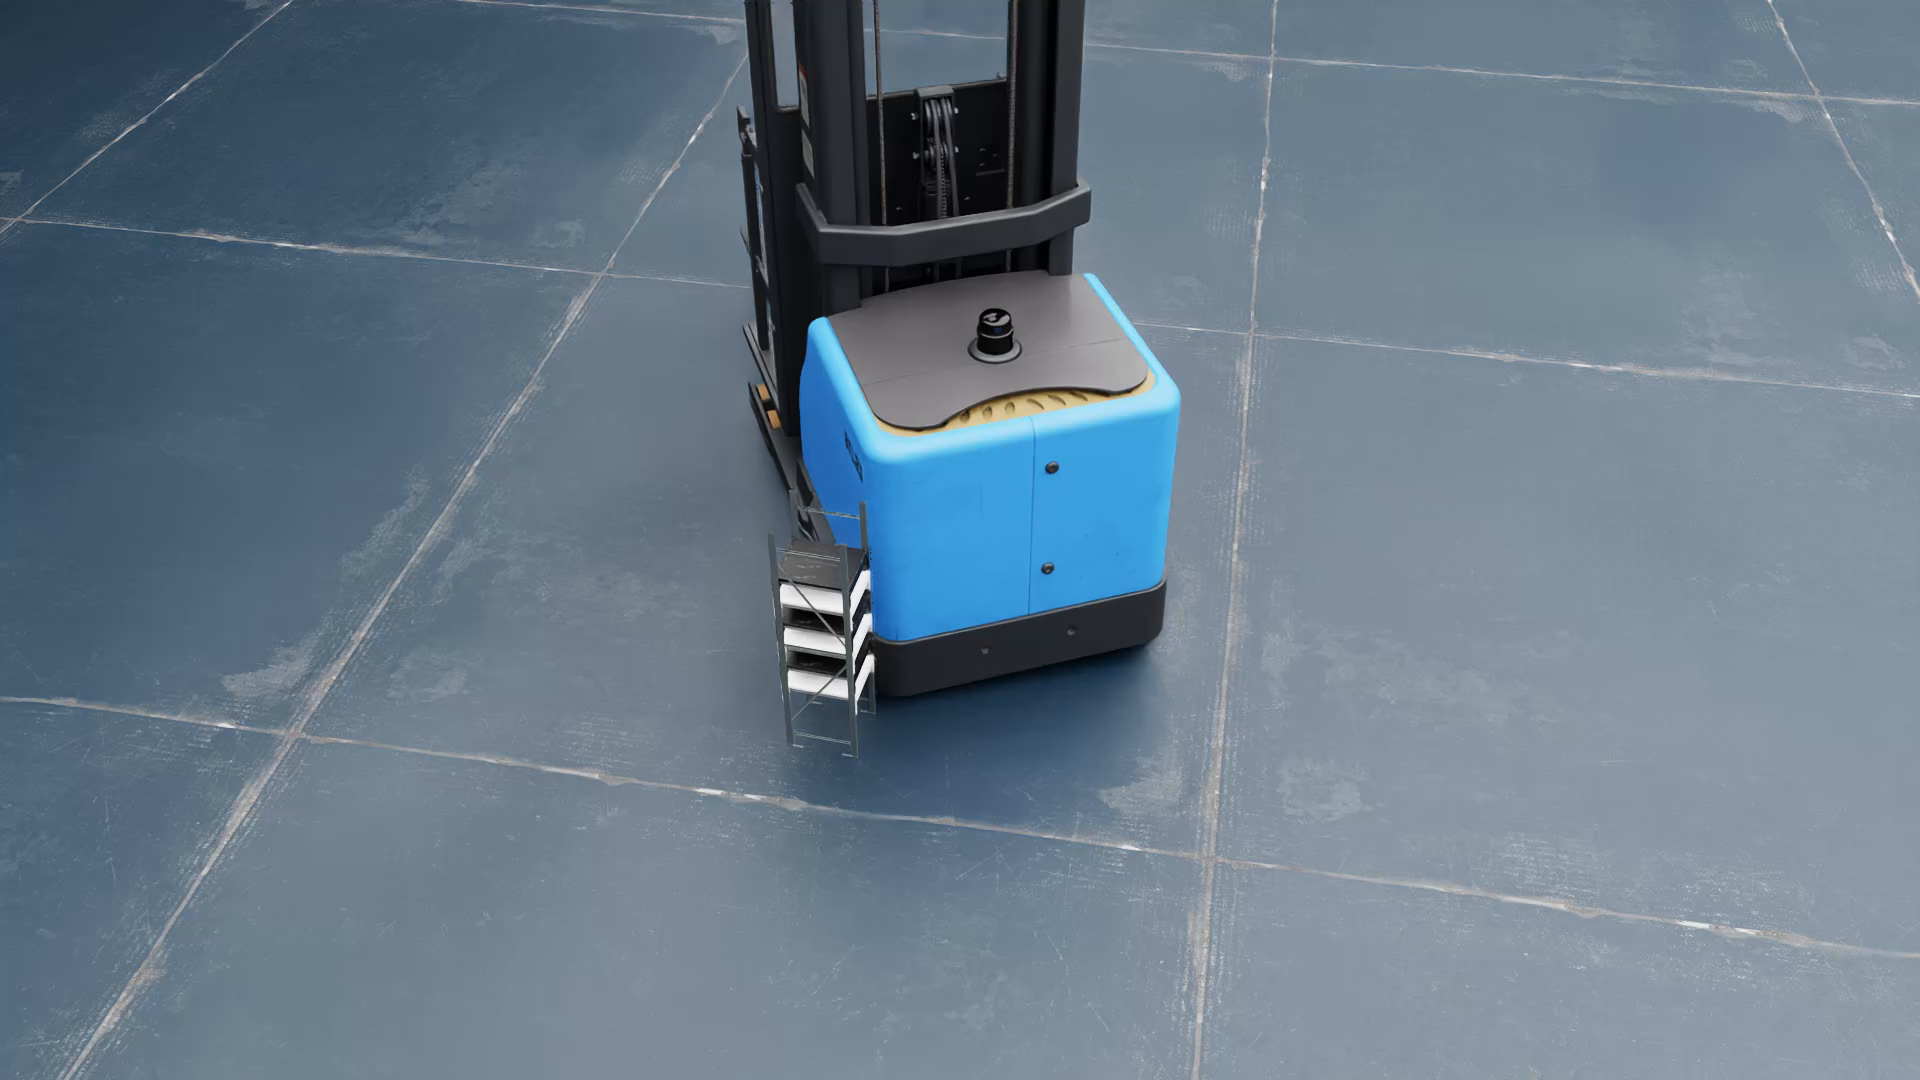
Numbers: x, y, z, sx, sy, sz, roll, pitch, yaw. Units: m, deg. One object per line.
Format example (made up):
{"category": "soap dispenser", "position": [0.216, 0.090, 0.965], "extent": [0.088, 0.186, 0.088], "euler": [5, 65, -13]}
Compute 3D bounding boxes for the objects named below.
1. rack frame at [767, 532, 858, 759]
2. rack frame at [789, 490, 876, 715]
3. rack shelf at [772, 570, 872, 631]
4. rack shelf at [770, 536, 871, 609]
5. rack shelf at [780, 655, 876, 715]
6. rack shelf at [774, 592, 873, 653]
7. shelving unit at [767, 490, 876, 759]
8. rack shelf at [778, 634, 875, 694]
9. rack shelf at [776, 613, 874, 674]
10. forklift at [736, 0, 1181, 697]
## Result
{"category": "rack frame", "position": [-0.447, 0.342, 5.130], "extent": [0.240, 0.900, 0.006], "euler": [9, 40, 11]}
{"category": "rack frame", "position": [-0.398, 0.216, 5.282], "extent": [0.240, 0.900, 0.006], "euler": [9, 40, 11]}
{"category": "rack shelf", "position": [-0.423, 0.166, 5.113], "extent": [0.258, 0.077, 0.200], "euler": [9, 40, 11]}
{"category": "rack shelf", "position": [-0.423, 0.097, 5.055], "extent": [0.258, 0.077, 0.200], "euler": [9, 40, 11]}
{"category": "rack shelf", "position": [-0.423, 0.443, 5.342], "extent": [0.258, 0.077, 0.200], "euler": [9, 40, 11]}
{"category": "rack shelf", "position": [-0.423, 0.235, 5.170], "extent": [0.258, 0.077, 0.200], "euler": [9, 40, 11]}
{"category": "shelving unit", "position": [-0.423, 0.279, 5.206], "extent": [0.258, 0.900, 0.210], "euler": [9, 40, 11]}
{"category": "rack shelf", "position": [-0.423, 0.374, 5.285], "extent": [0.258, 0.077, 0.200], "euler": [9, 40, 11]}
{"category": "rack shelf", "position": [-0.423, 0.305, 5.227], "extent": [0.258, 0.077, 0.200], "euler": [9, 40, 11]}
{"category": "forklift", "position": [-0.227, -1.557, 5.833], "extent": [1.130, 2.935, 3.031], "euler": [-11, 41, -13]}
